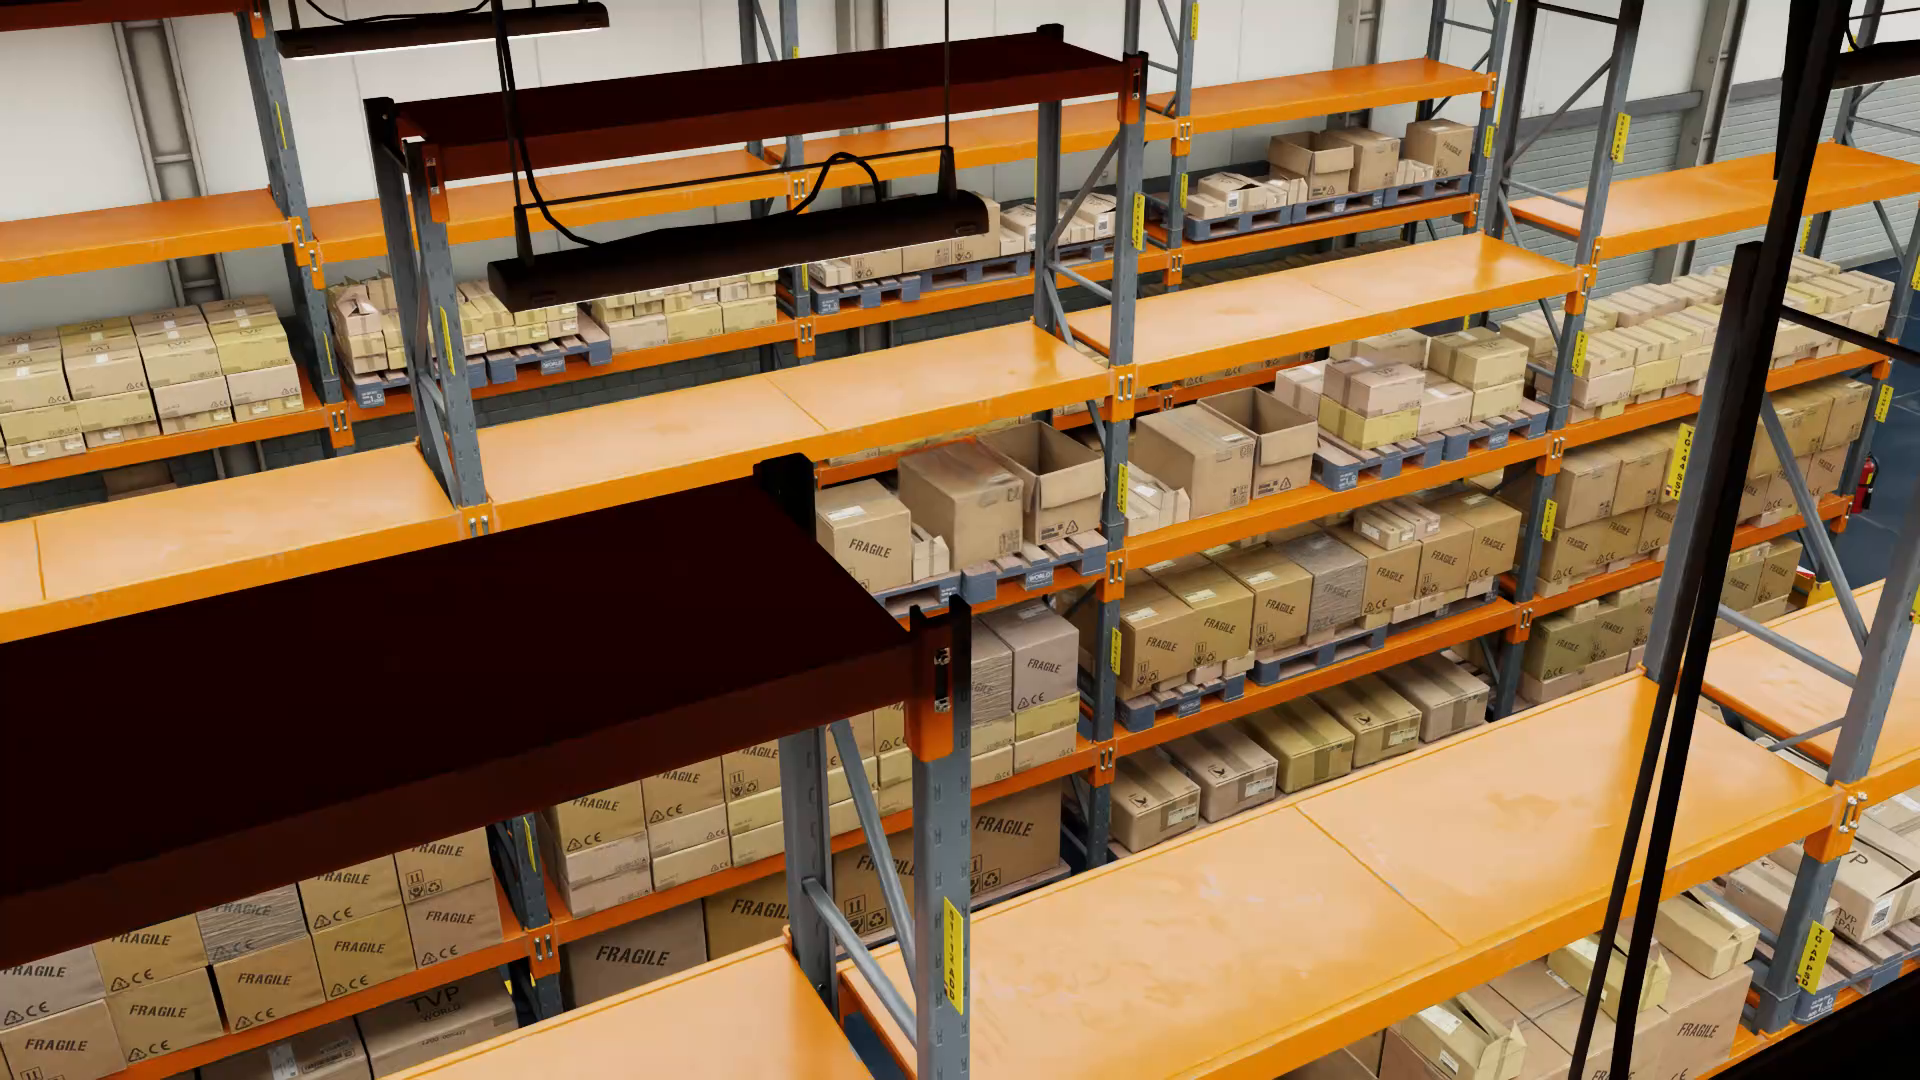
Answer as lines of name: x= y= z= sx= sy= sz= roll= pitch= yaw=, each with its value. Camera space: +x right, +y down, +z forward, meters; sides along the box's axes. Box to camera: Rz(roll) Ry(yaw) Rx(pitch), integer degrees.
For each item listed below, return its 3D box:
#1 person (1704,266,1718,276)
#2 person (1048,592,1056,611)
person: x=8.657 y=-2.376 z=19.581 sx=0.831 sy=1.774 sz=0.532 roll=14 pitch=31 yaw=25
person: x=0.585 y=0.482 z=14.224 sx=0.556 sy=1.819 sz=0.565 roll=-20 pitch=34 yaw=-32
